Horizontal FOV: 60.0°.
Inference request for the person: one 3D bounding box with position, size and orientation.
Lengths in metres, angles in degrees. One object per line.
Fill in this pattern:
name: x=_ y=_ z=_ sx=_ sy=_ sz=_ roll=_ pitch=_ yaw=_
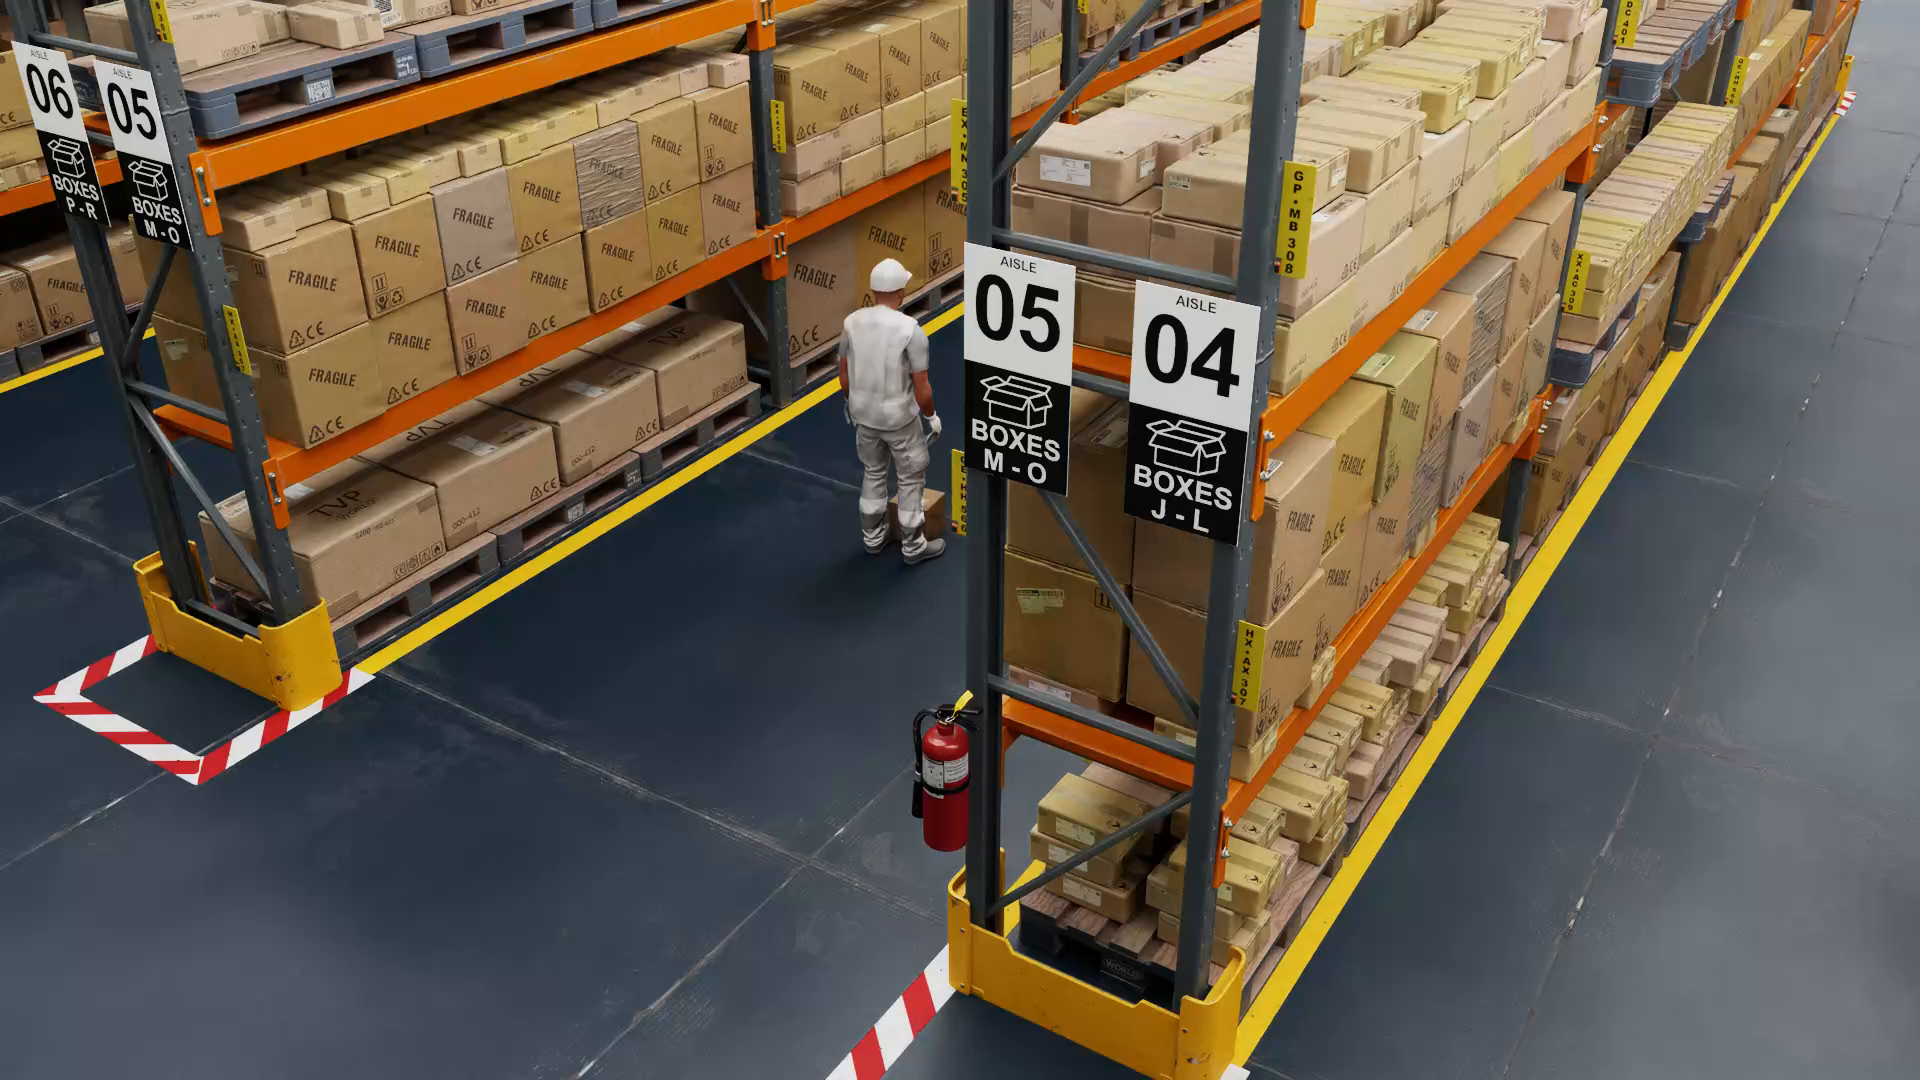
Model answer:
person: x=-0.397 y=-0.715 z=9.404 sx=0.621 sy=1.779 sz=0.445 roll=16 pitch=34 yaw=25
